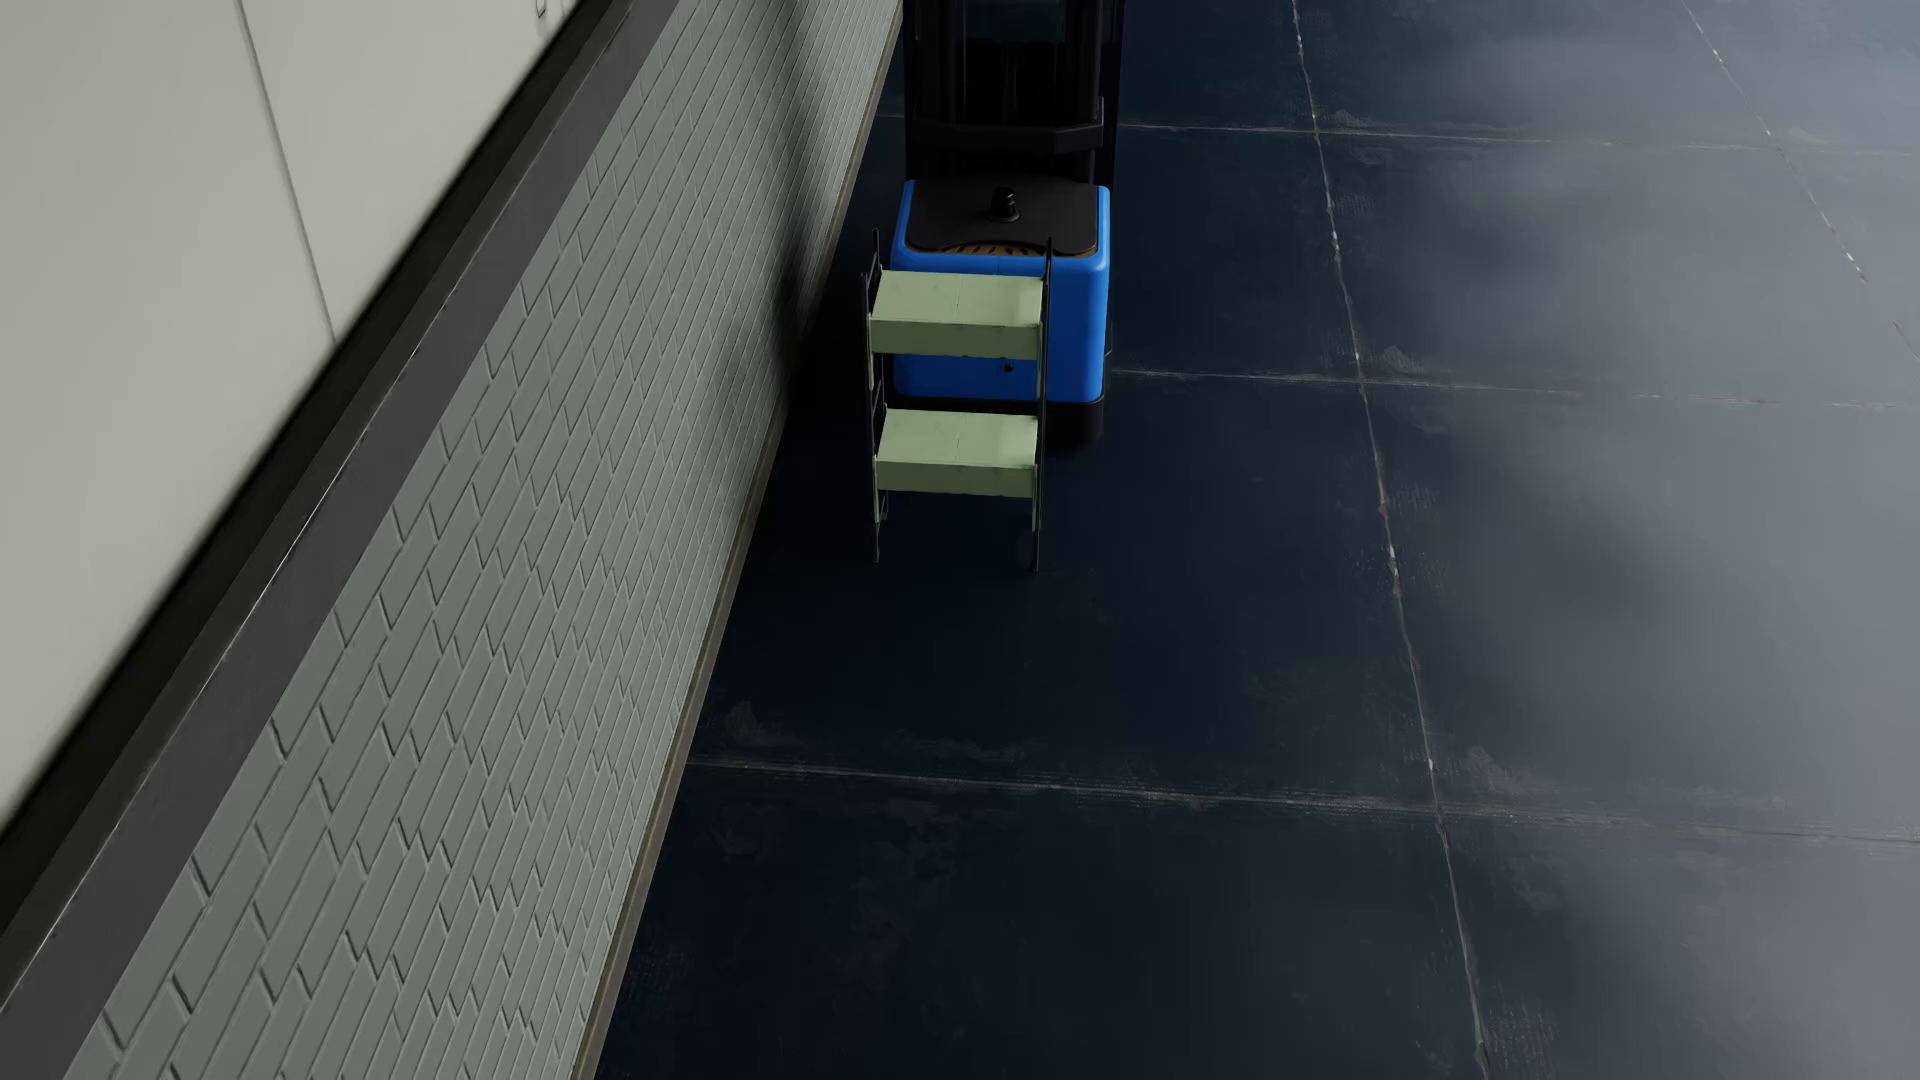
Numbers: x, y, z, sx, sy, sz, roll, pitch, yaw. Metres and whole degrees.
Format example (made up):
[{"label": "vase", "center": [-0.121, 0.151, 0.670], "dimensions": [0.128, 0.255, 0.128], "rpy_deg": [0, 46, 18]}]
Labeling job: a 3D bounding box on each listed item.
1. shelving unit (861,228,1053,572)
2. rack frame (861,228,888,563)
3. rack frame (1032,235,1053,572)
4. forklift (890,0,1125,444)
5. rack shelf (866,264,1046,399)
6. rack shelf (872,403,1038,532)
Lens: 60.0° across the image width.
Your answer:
[{"label": "shelving unit", "center": [-0.007, -0.582, 7.277], "dimensions": [0.755, 1.500, 0.431], "rpy_deg": [3, 39, 4]}, {"label": "rack frame", "center": [-0.371, -0.602, 7.301], "dimensions": [0.023, 1.500, 0.400], "rpy_deg": [3, 39, 4]}, {"label": "rack frame", "center": [0.358, -0.562, 7.252], "dimensions": [0.023, 1.500, 0.400], "rpy_deg": [3, 39, 4]}, {"label": "forklift", "center": [0.279, -2.525, 8.531], "dimensions": [1.130, 2.935, 3.031], "rpy_deg": [2, 39, 3]}, {"label": "rack shelf", "center": [-0.007, -0.885, 7.031], "dimensions": [0.720, 0.370, 0.431], "rpy_deg": [3, 39, 4]}, {"label": "rack shelf", "center": [-0.007, -0.329, 7.483], "dimensions": [0.720, 0.370, 0.431], "rpy_deg": [3, 39, 4]}]
